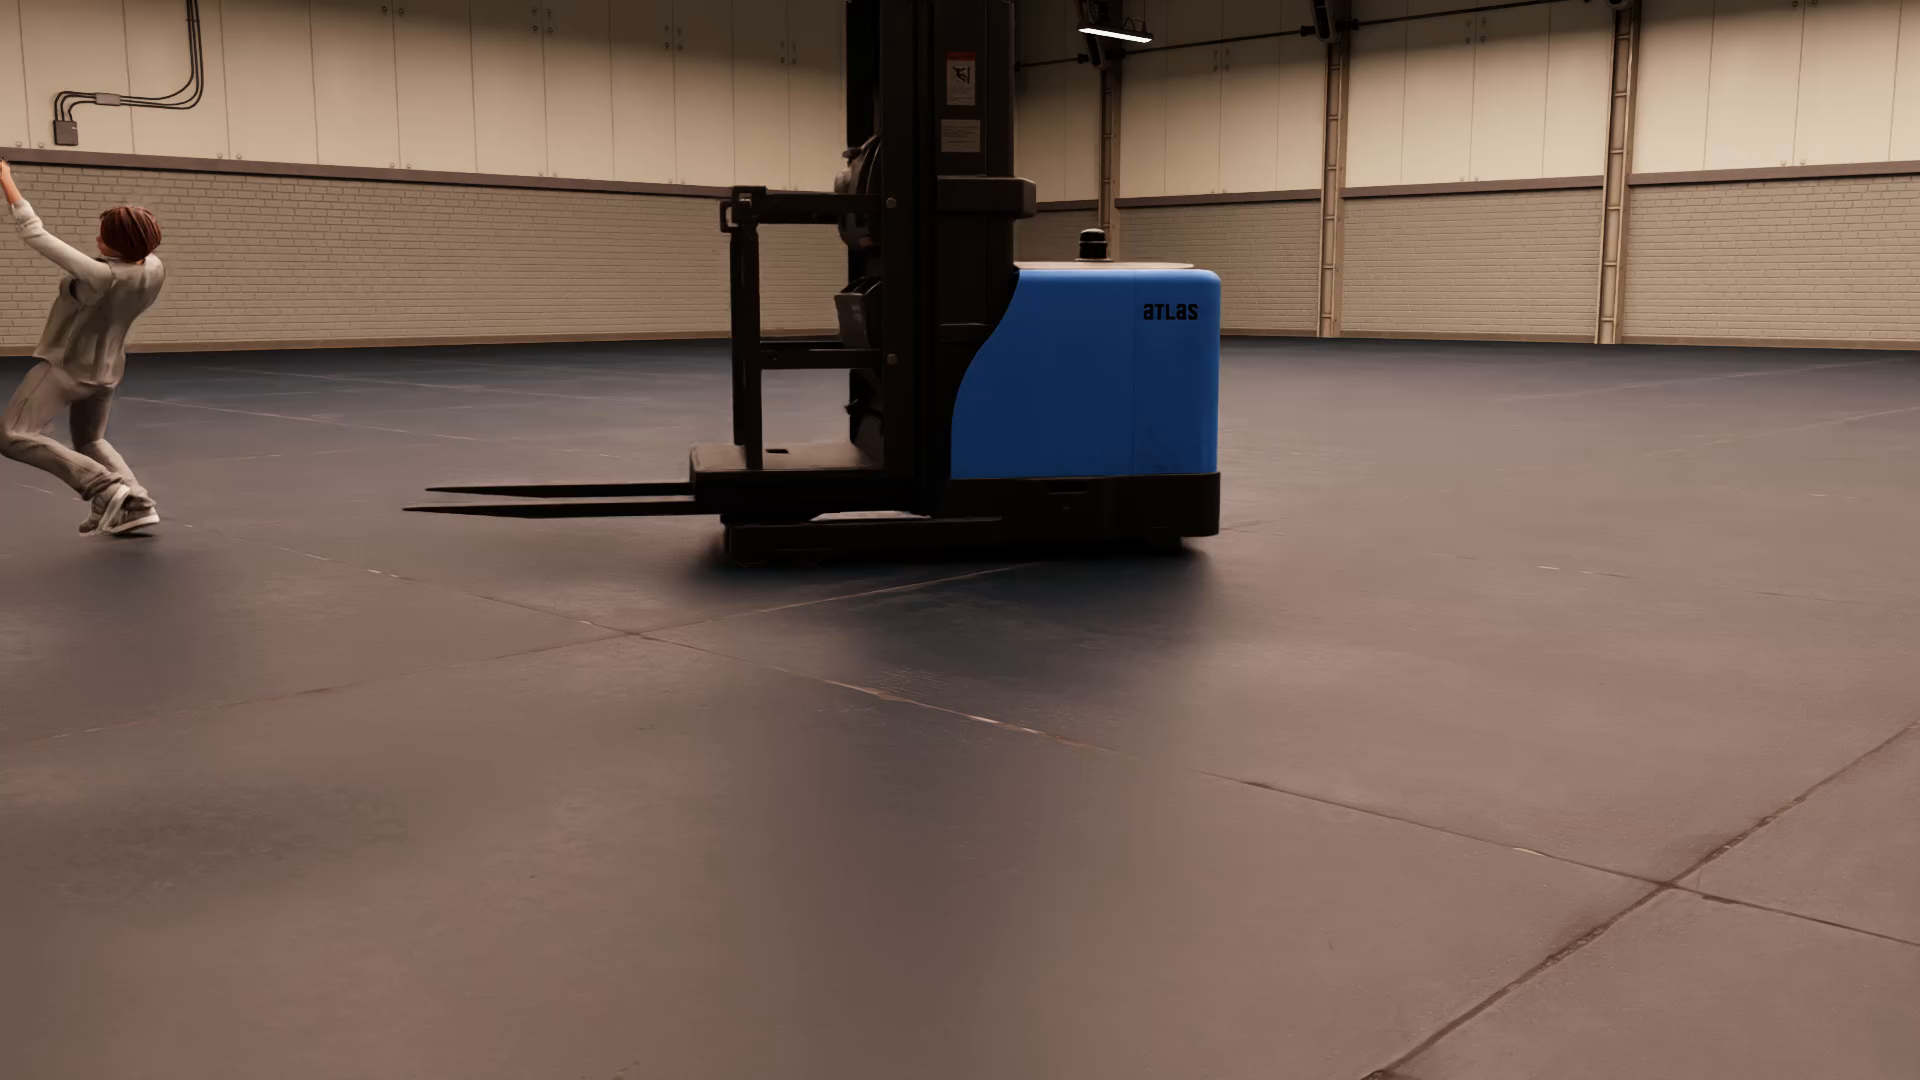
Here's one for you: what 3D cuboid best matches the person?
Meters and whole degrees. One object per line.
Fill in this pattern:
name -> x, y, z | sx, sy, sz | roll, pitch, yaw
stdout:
person -> -3.415, -0.771, 6.735 | 0.600, 1.512, 0.879 | 0, 9, 3

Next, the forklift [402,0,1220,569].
forklift -> -0.571, -1.430, 6.368 | 3.031, 2.935, 1.130 | -2, 9, -10
